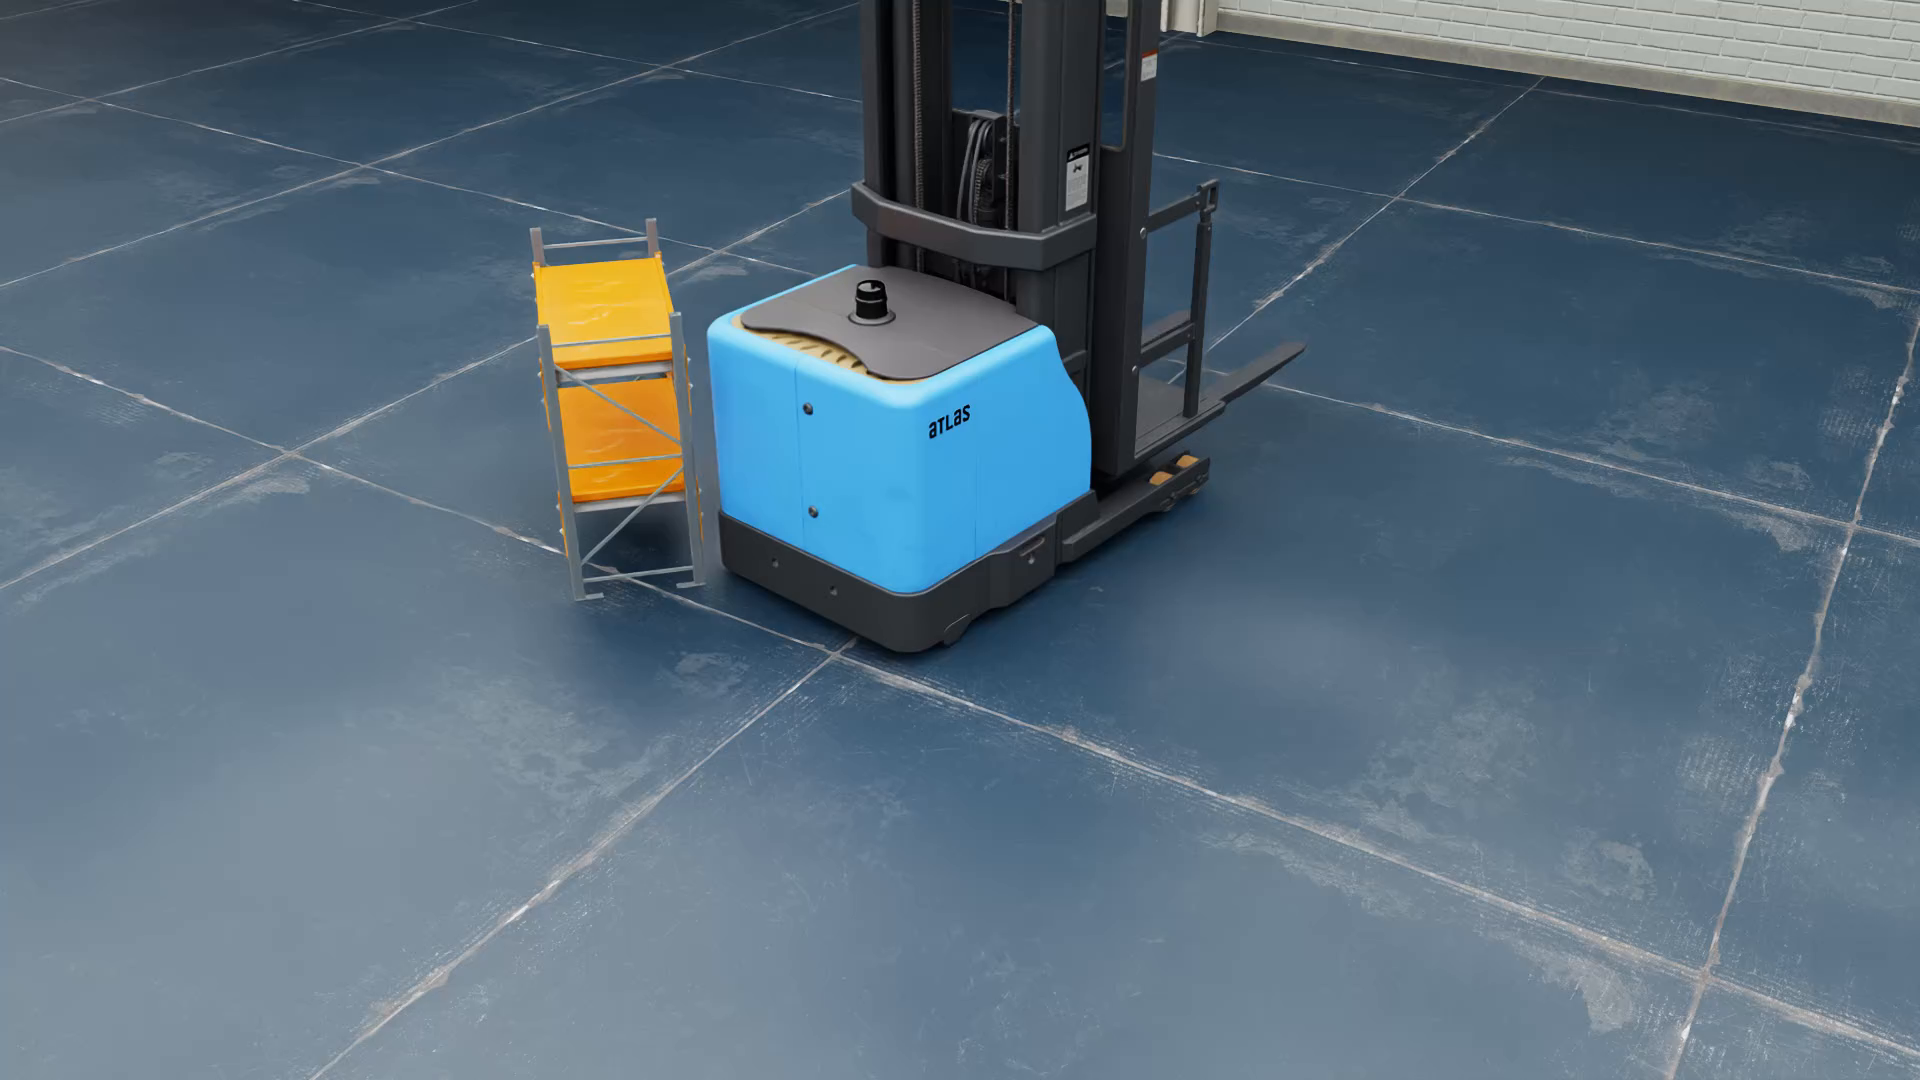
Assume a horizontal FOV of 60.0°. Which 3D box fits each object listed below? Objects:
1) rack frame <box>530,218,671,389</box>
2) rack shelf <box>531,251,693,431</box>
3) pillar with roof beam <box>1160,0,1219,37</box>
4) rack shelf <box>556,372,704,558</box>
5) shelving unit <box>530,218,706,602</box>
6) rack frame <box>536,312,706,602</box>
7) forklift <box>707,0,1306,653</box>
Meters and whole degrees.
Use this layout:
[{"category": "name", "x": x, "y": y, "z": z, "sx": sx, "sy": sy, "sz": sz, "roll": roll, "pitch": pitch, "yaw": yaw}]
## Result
[{"category": "rack frame", "x": -1.476, "y": -0.784, "z": 6.978, "sx": 0.500, "sy": 1.125, "sz": 0.032, "roll": -7, "pitch": 31, "yaw": -12}, {"category": "rack shelf", "x": -1.354, "y": -0.789, "z": 6.405, "sx": 0.538, "sy": 0.278, "sz": 1.000, "roll": -7, "pitch": 31, "yaw": -12}, {"category": "pillar with roof beam", "x": -0.331, "y": -6.414, "z": 8.814, "sx": 0.400, "sy": 9.000, "sz": 9.100, "roll": 18, "pitch": 35, "yaw": 27}, {"category": "rack shelf", "x": -1.354, "y": -0.325, "z": 6.675, "sx": 0.538, "sy": 0.278, "sz": 1.000, "roll": -7, "pitch": 31, "yaw": -12}, {"category": "shelving unit", "x": -1.354, "y": -0.536, "z": 6.552, "sx": 0.538, "sy": 1.125, "sz": 1.048, "roll": -7, "pitch": 31, "yaw": -12}, {"category": "rack frame", "x": -1.232, "y": -0.287, "z": 6.126, "sx": 0.500, "sy": 1.125, "sz": 0.032, "roll": -7, "pitch": 31, "yaw": -12}, {"category": "forklift", "x": 0.411, "y": -1.532, "z": 6.467, "sx": 1.130, "sy": 2.935, "sz": 3.031, "roll": 23, "pitch": 37, "yaw": 34}]
